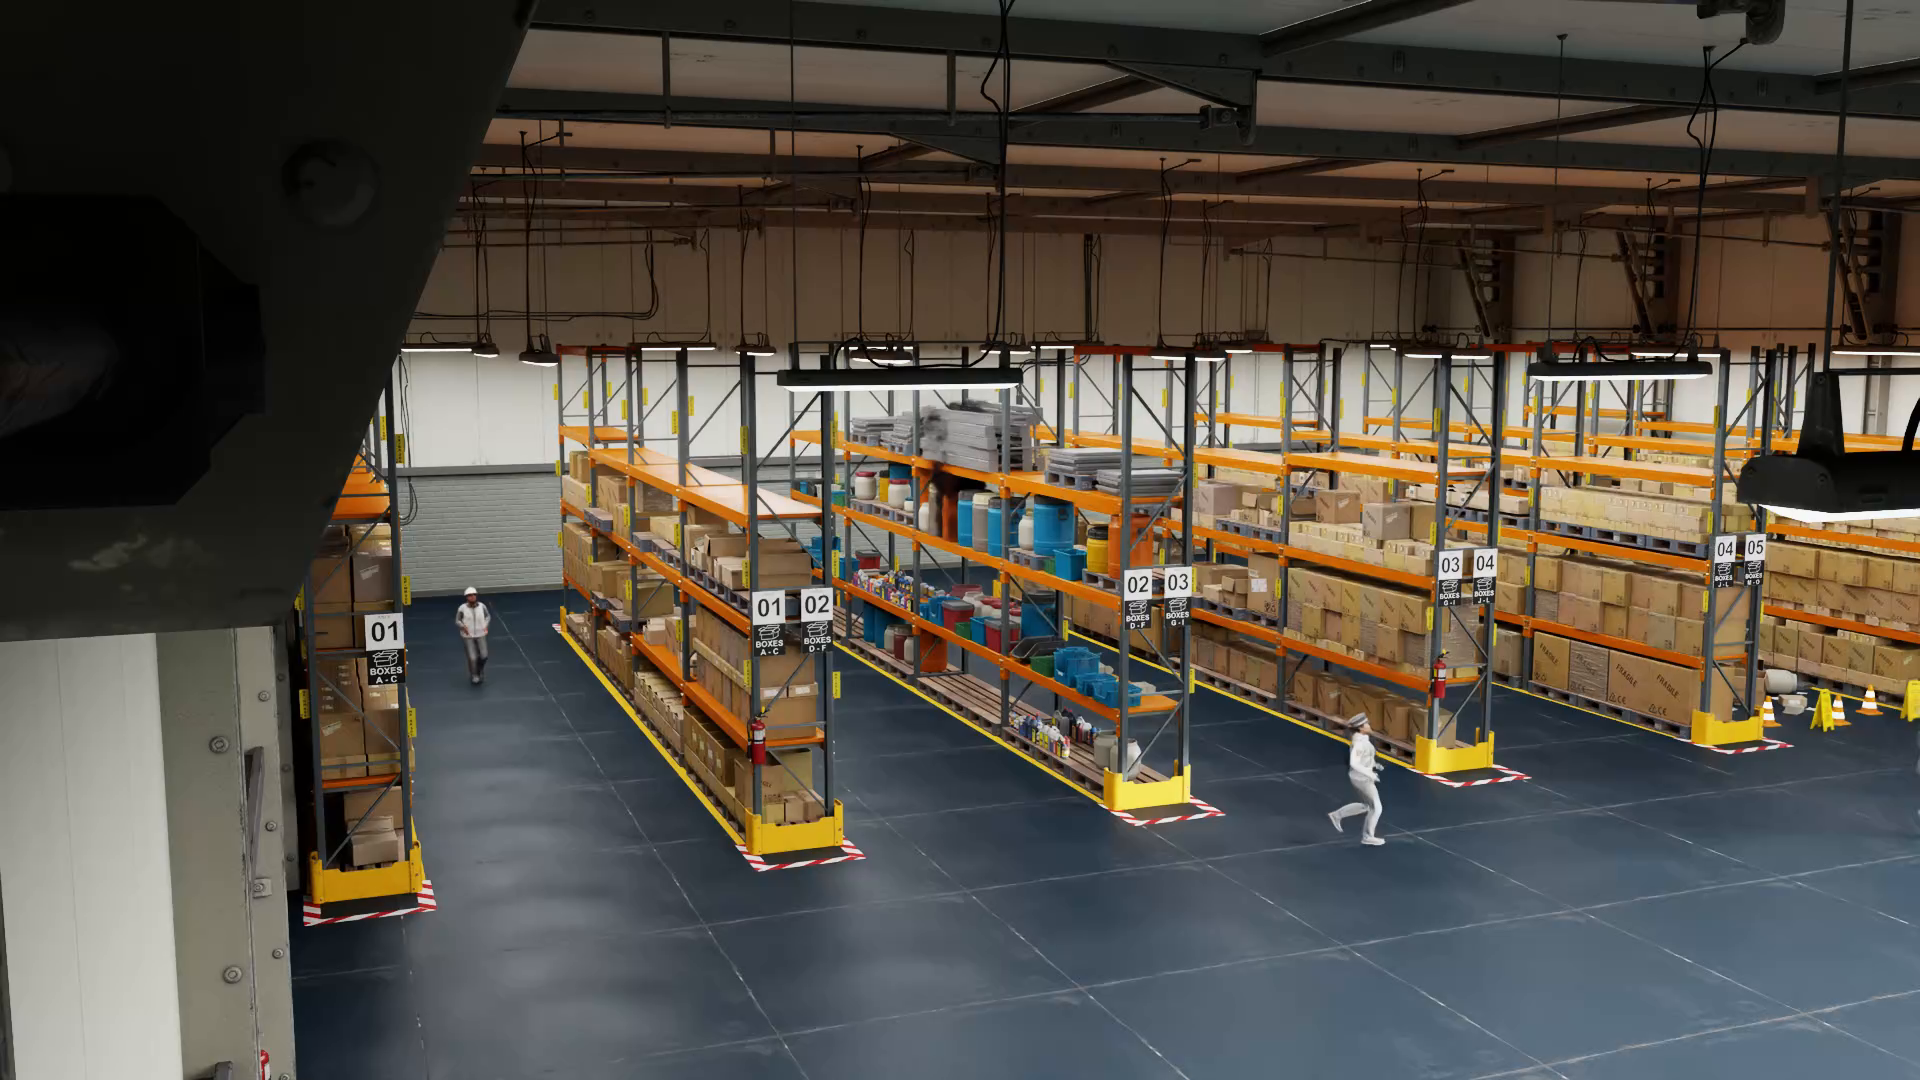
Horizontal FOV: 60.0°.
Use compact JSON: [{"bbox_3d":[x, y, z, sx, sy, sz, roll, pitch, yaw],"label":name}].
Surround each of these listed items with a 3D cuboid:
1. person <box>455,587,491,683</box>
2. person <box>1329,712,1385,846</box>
[{"bbox_3d":[-8.651,1.704,29.647,0.635,1.727,0.564,-3,8,-25],"label":"person"},{"bbox_3d":[4.905,2.924,20.426,0.668,1.652,0.620,1,7,9],"label":"person"}]
